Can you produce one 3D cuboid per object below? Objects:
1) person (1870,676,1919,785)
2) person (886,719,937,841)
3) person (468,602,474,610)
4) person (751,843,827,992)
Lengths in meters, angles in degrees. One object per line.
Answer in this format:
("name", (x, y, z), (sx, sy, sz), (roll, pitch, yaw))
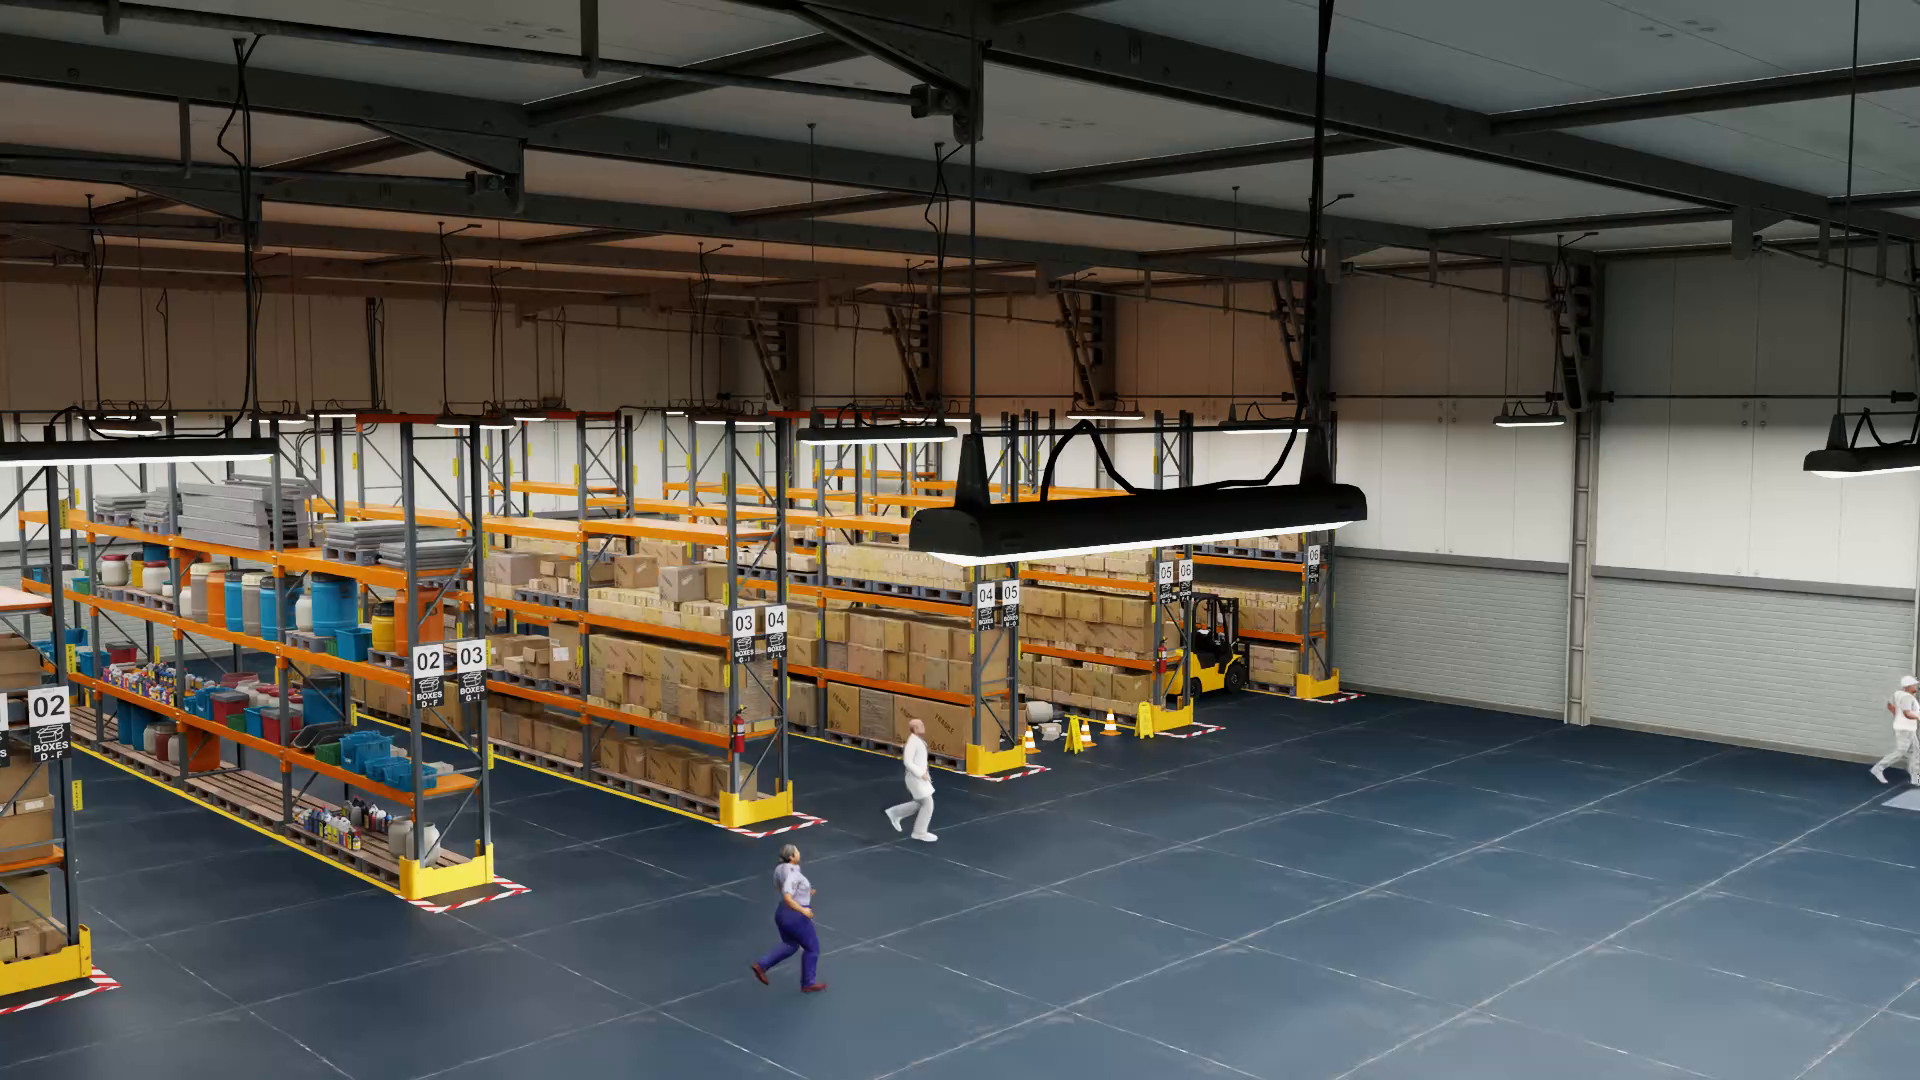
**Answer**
("person", (15.280, 3.095, 26.951), (0.902, 1.800, 0.698), (2, 5, 25))
("person", (-0.697, 3.411, 23.718), (0.741, 1.743, 0.737), (0, 5, 0))
("person", (-11.840, 2.078, 40.090), (0.765, 1.596, 0.656), (4, 7, 41))
("person", (-1.781, 3.999, 17.581), (0.770, 1.611, 0.620), (-3, 6, -28))
